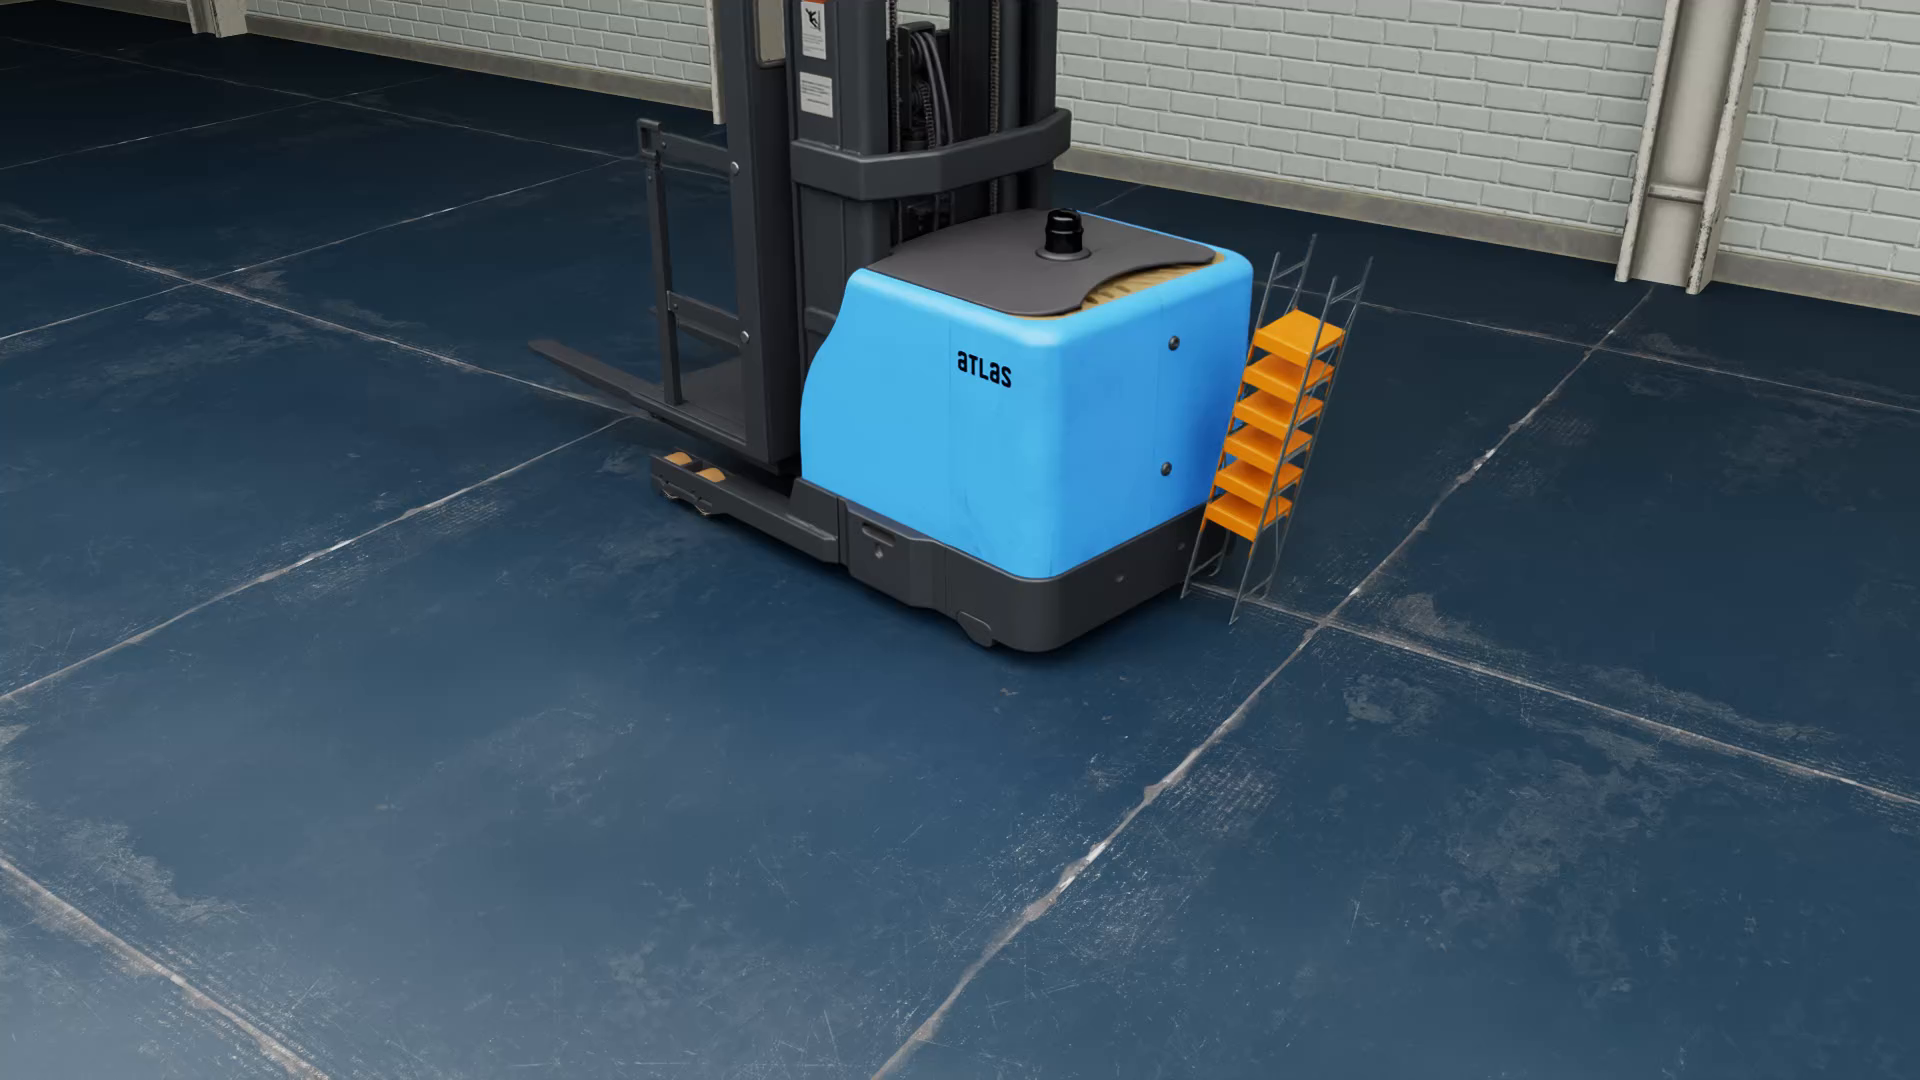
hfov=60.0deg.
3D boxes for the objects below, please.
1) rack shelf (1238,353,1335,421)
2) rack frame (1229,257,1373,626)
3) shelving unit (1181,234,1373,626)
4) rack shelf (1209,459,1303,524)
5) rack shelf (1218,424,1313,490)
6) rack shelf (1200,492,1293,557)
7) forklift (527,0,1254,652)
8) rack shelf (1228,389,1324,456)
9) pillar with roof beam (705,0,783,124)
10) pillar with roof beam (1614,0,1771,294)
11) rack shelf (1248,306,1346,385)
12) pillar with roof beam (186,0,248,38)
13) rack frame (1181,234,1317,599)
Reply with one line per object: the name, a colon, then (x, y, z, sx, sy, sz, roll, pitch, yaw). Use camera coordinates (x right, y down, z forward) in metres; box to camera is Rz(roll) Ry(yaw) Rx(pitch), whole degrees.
rack shelf: (0.969, -0.470, 4.910, 0.180, 0.103, 0.258, 30, 38, 27)
rack frame: (1.011, -0.269, 4.976, 0.006, 1.200, 0.240, 30, 38, 27)
shelving unit: (0.940, -0.309, 5.017, 0.189, 1.200, 0.258, 30, 38, 27)
rack shelf: (0.915, -0.174, 5.108, 0.180, 0.103, 0.258, 30, 38, 27)
rack shelf: (0.933, -0.273, 5.042, 0.180, 0.103, 0.258, 30, 38, 27)
rack shelf: (0.897, -0.075, 5.173, 0.180, 0.103, 0.258, 30, 38, 27)
forklift: (-0.478, -1.542, 5.548, 3.031, 2.935, 1.130, 24, 36, 39)
rack shelf: (0.951, -0.371, 4.976, 0.180, 0.103, 0.258, 30, 38, 27)
pillar with roof beam: (-3.869, -5.245, 6.134, 0.400, 9.000, 9.100, 17, 32, 30)
pillar with roof beam: (1.077, -3.704, 3.106, 0.400, 9.000, 9.100, 17, 32, 30)
rack shelf: (0.987, -0.569, 4.844, 0.180, 0.103, 0.258, 30, 38, 27)
pillar with roof beam: (-8.815, -6.785, 9.161, 0.400, 9.000, 9.100, 17, 32, 30)
rack frame: (0.869, -0.350, 5.059, 0.006, 1.200, 0.240, 30, 38, 27)
